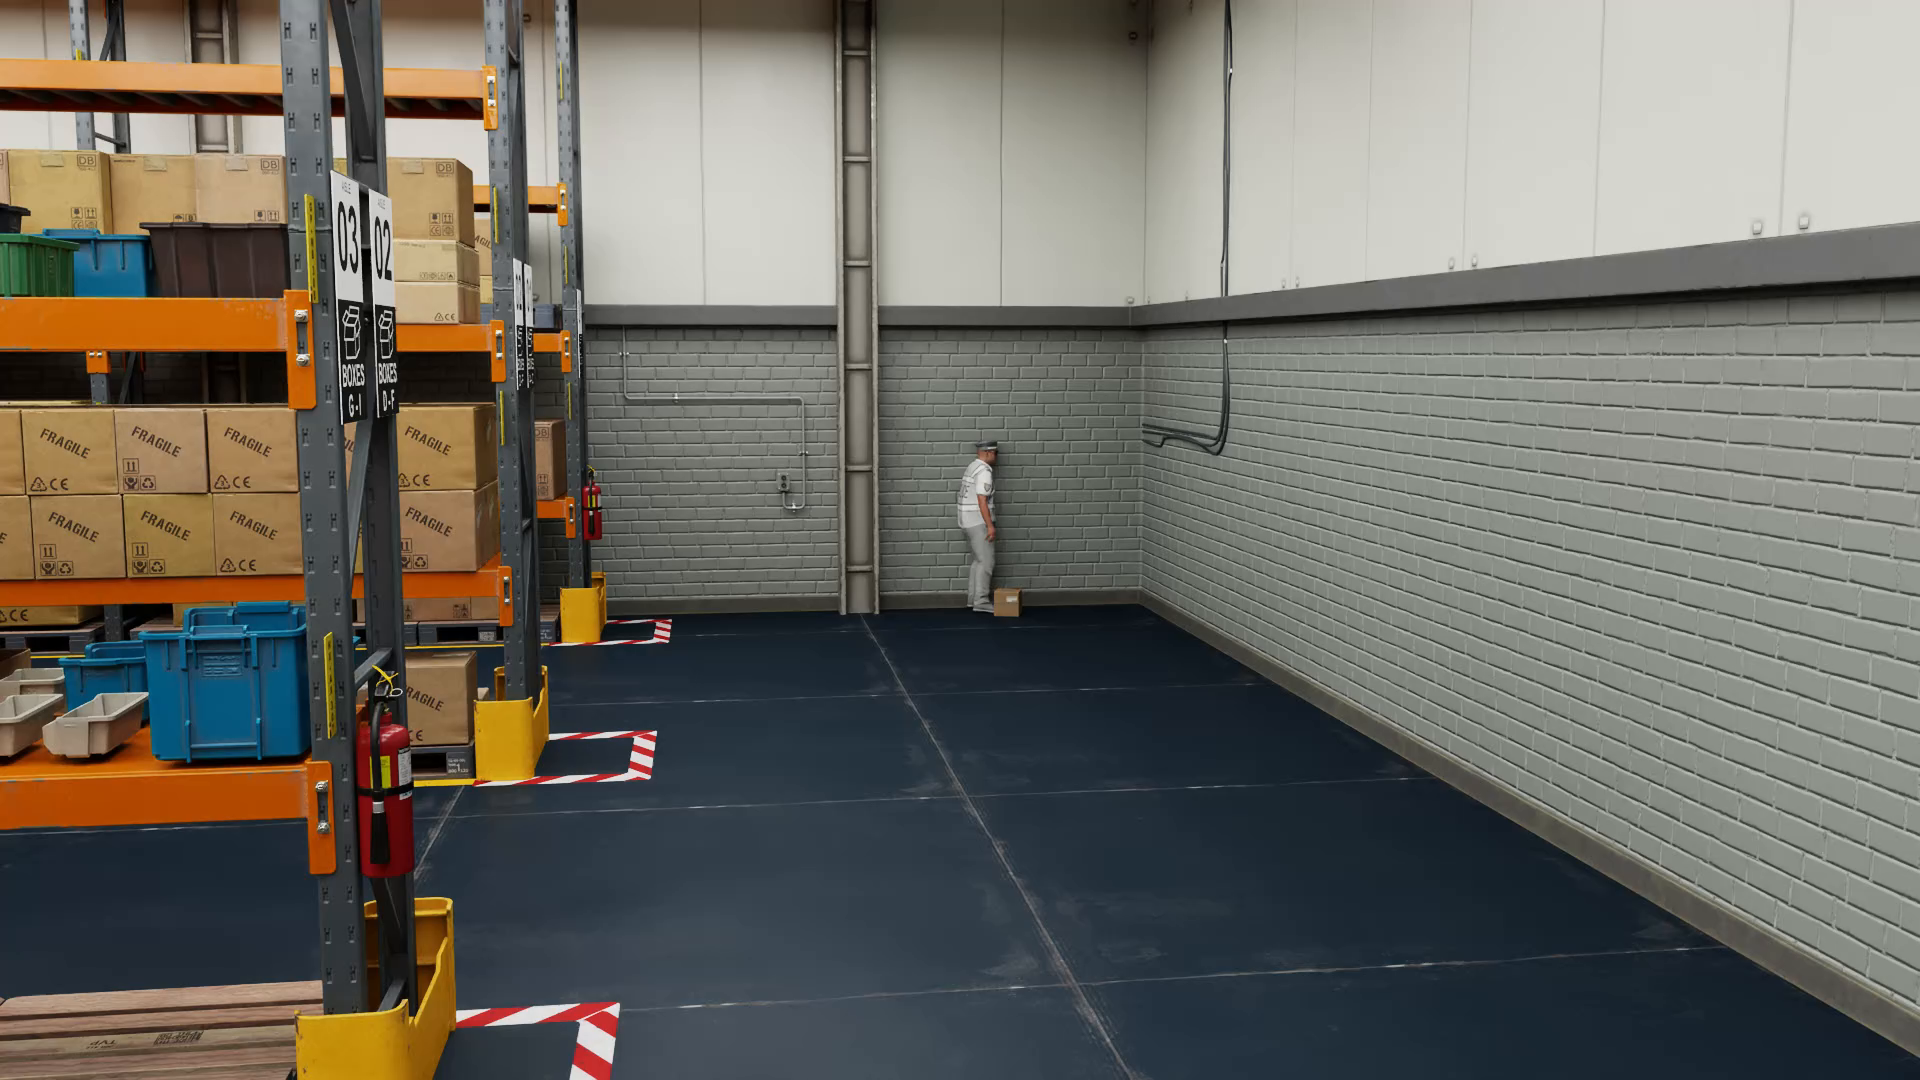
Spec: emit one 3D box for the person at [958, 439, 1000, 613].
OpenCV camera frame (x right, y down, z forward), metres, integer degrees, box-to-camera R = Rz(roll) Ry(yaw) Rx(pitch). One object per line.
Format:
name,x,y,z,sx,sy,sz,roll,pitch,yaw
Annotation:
person,0.204,-0.156,17.046,0.431,1.751,0.607,-1,7,-12
